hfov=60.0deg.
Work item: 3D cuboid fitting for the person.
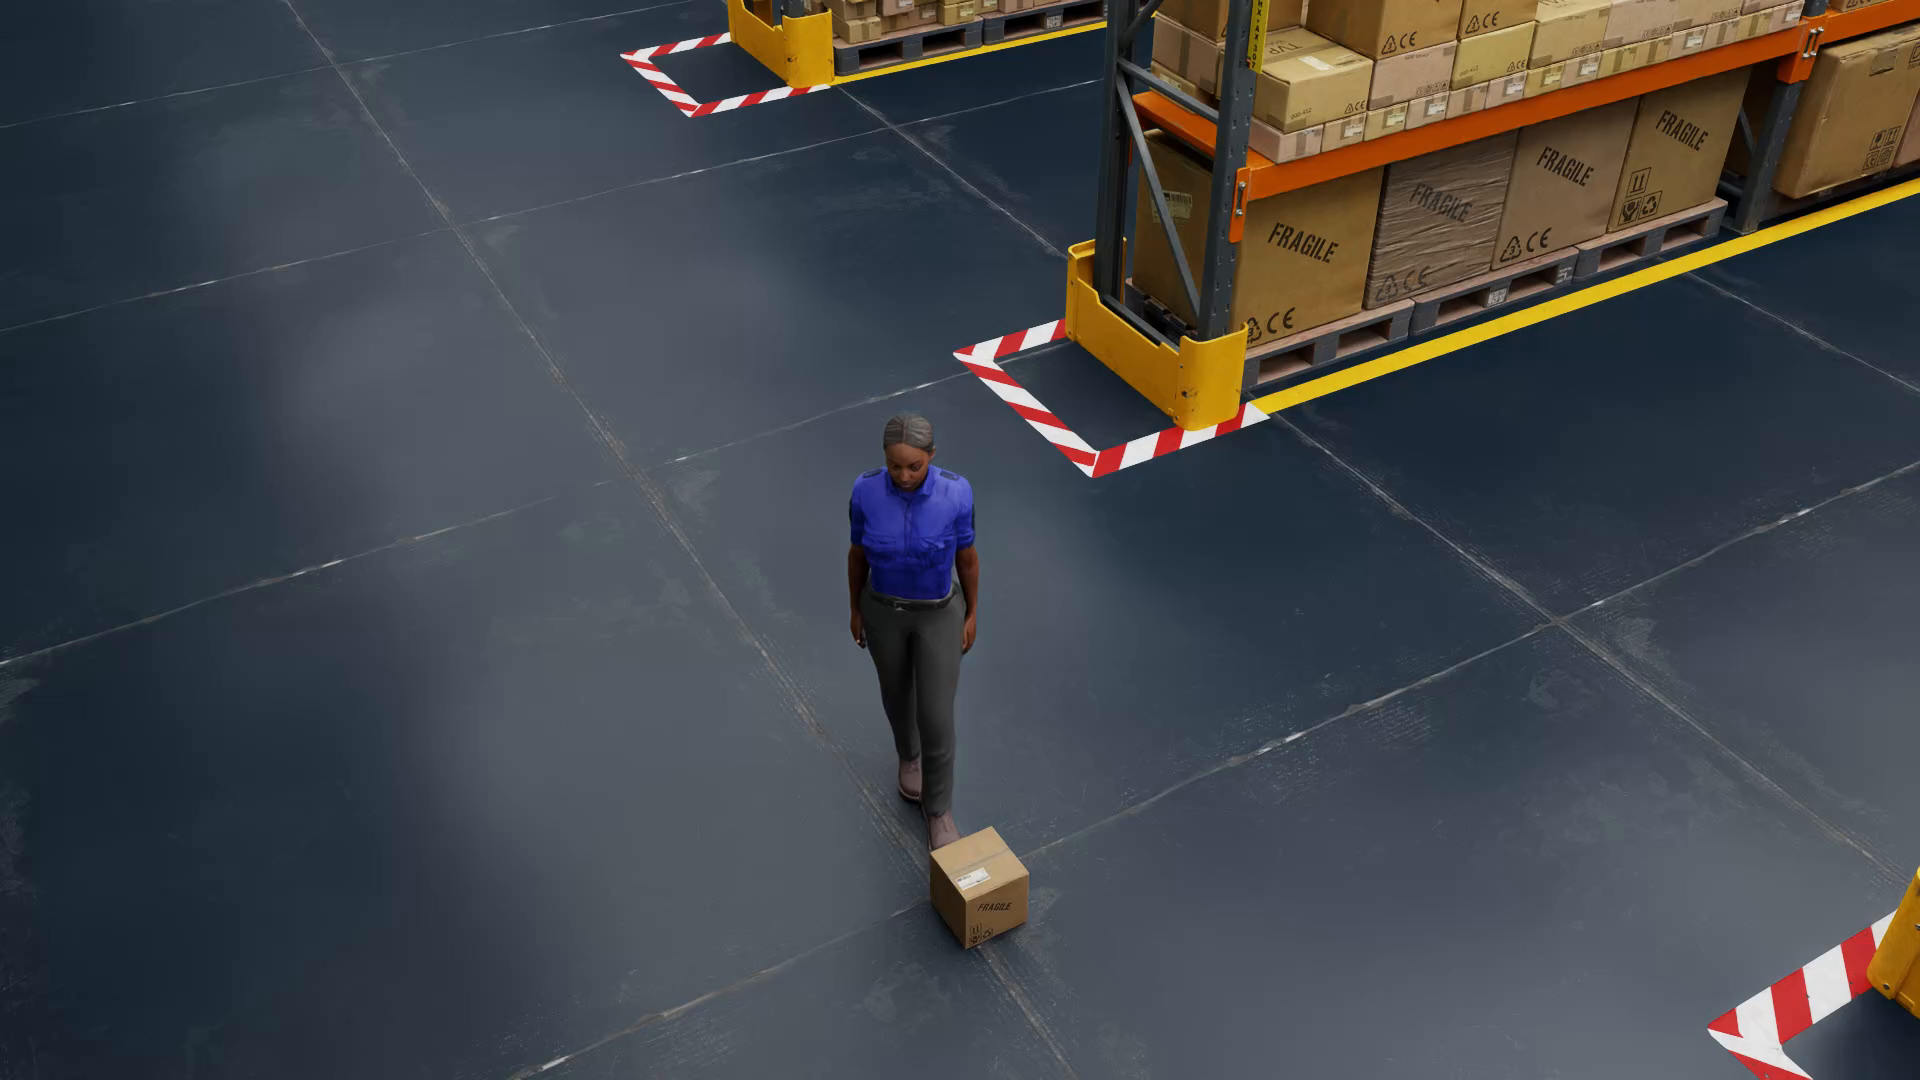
[{"bbox_3d":[-0.181,0.324,5.710,0.454,1.660,0.572,5,37,6],"label":"person"}]
